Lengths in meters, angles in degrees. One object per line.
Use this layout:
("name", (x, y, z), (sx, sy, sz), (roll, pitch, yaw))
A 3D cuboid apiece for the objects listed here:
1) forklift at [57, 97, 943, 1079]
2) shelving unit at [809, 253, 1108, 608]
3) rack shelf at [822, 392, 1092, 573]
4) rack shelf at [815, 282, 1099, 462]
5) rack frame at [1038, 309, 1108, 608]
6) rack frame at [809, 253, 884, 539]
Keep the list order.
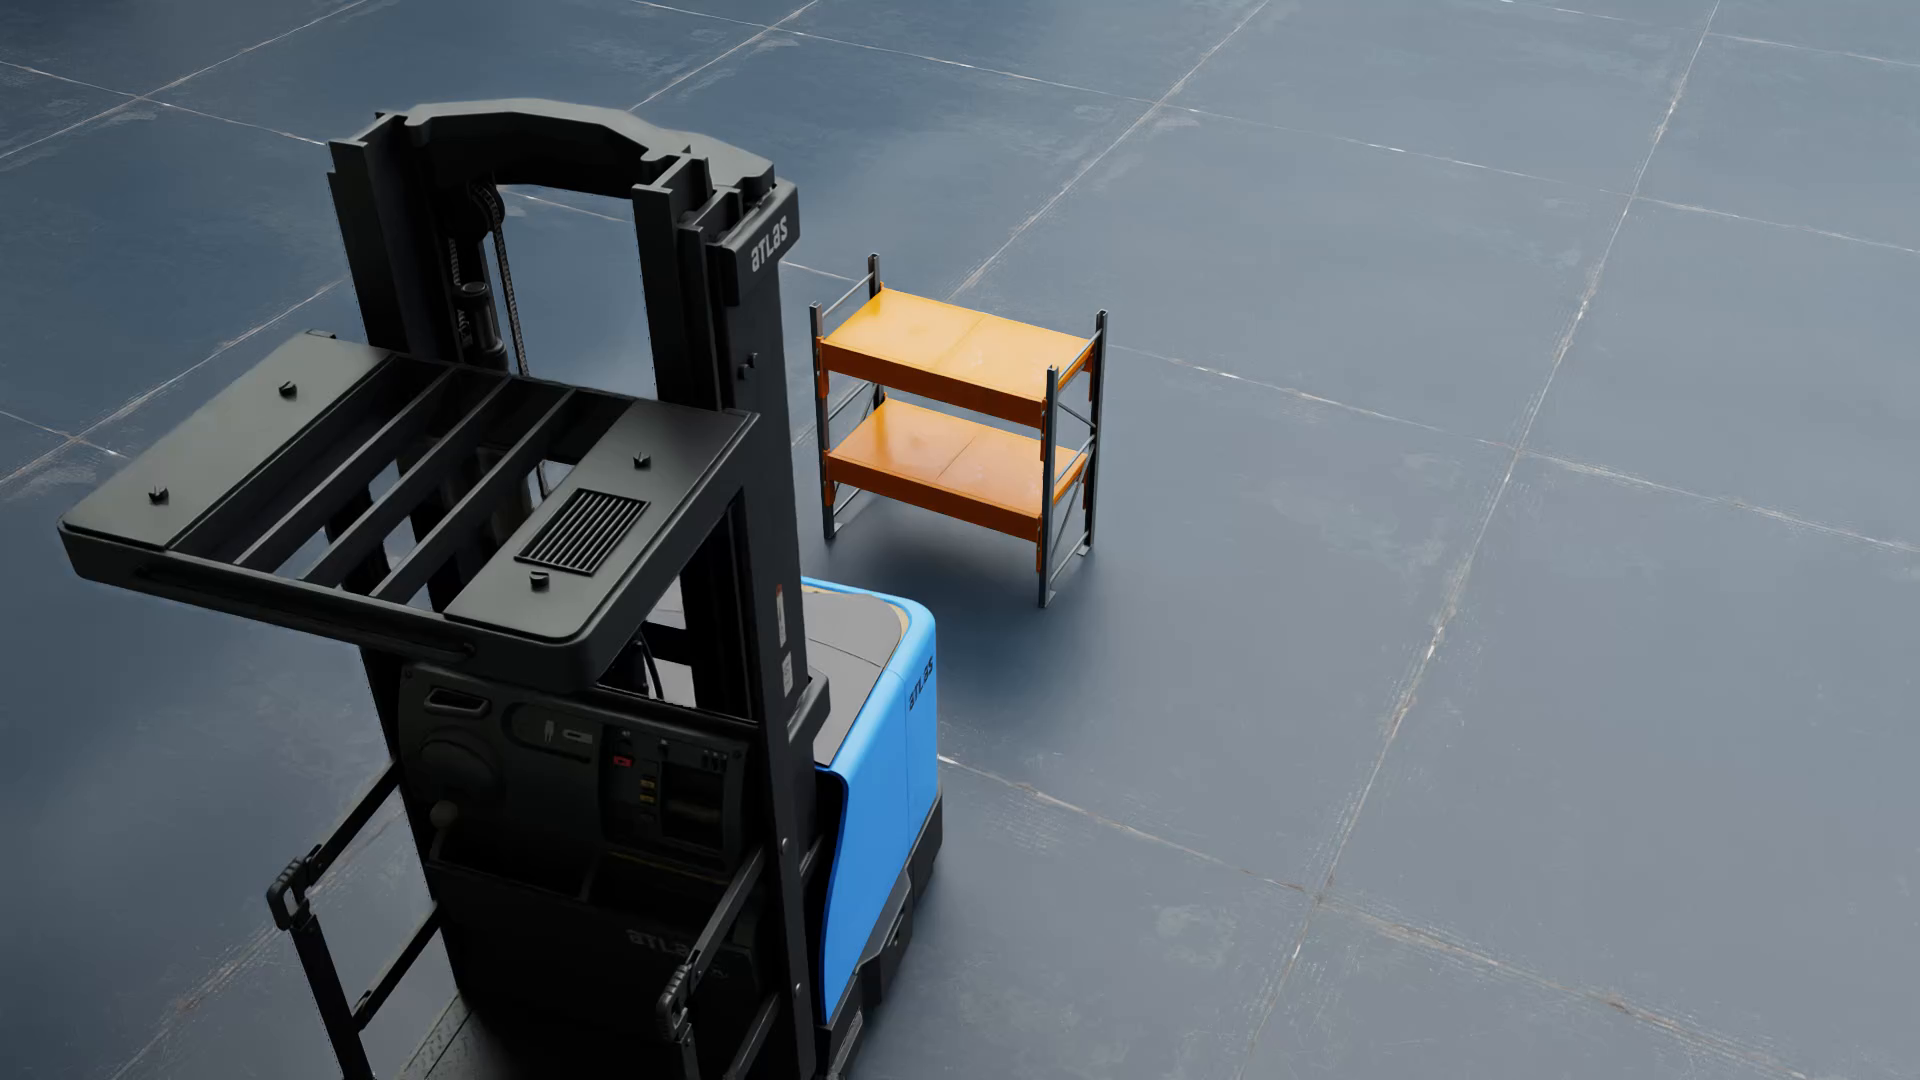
("forklift", (-1.010, 0.635, 3.862), (1.130, 2.935, 3.031), (11, 39, 15))
("shelving unit", (-0.006, -0.450, 6.785), (1.048, 1.125, 0.538), (17, 41, 21))
("rack shelf", (-0.006, -0.255, 6.933), (1.000, 0.278, 0.538), (17, 41, 21))
("rack shelf", (-0.006, -0.683, 6.608), (1.000, 0.278, 0.538), (17, 41, 21))
("rack frame", (0.445, -0.309, 6.599), (0.032, 1.125, 0.500), (17, 41, 21))
("rack frame", (-0.457, -0.591, 6.971), (0.032, 1.125, 0.500), (17, 41, 21))
